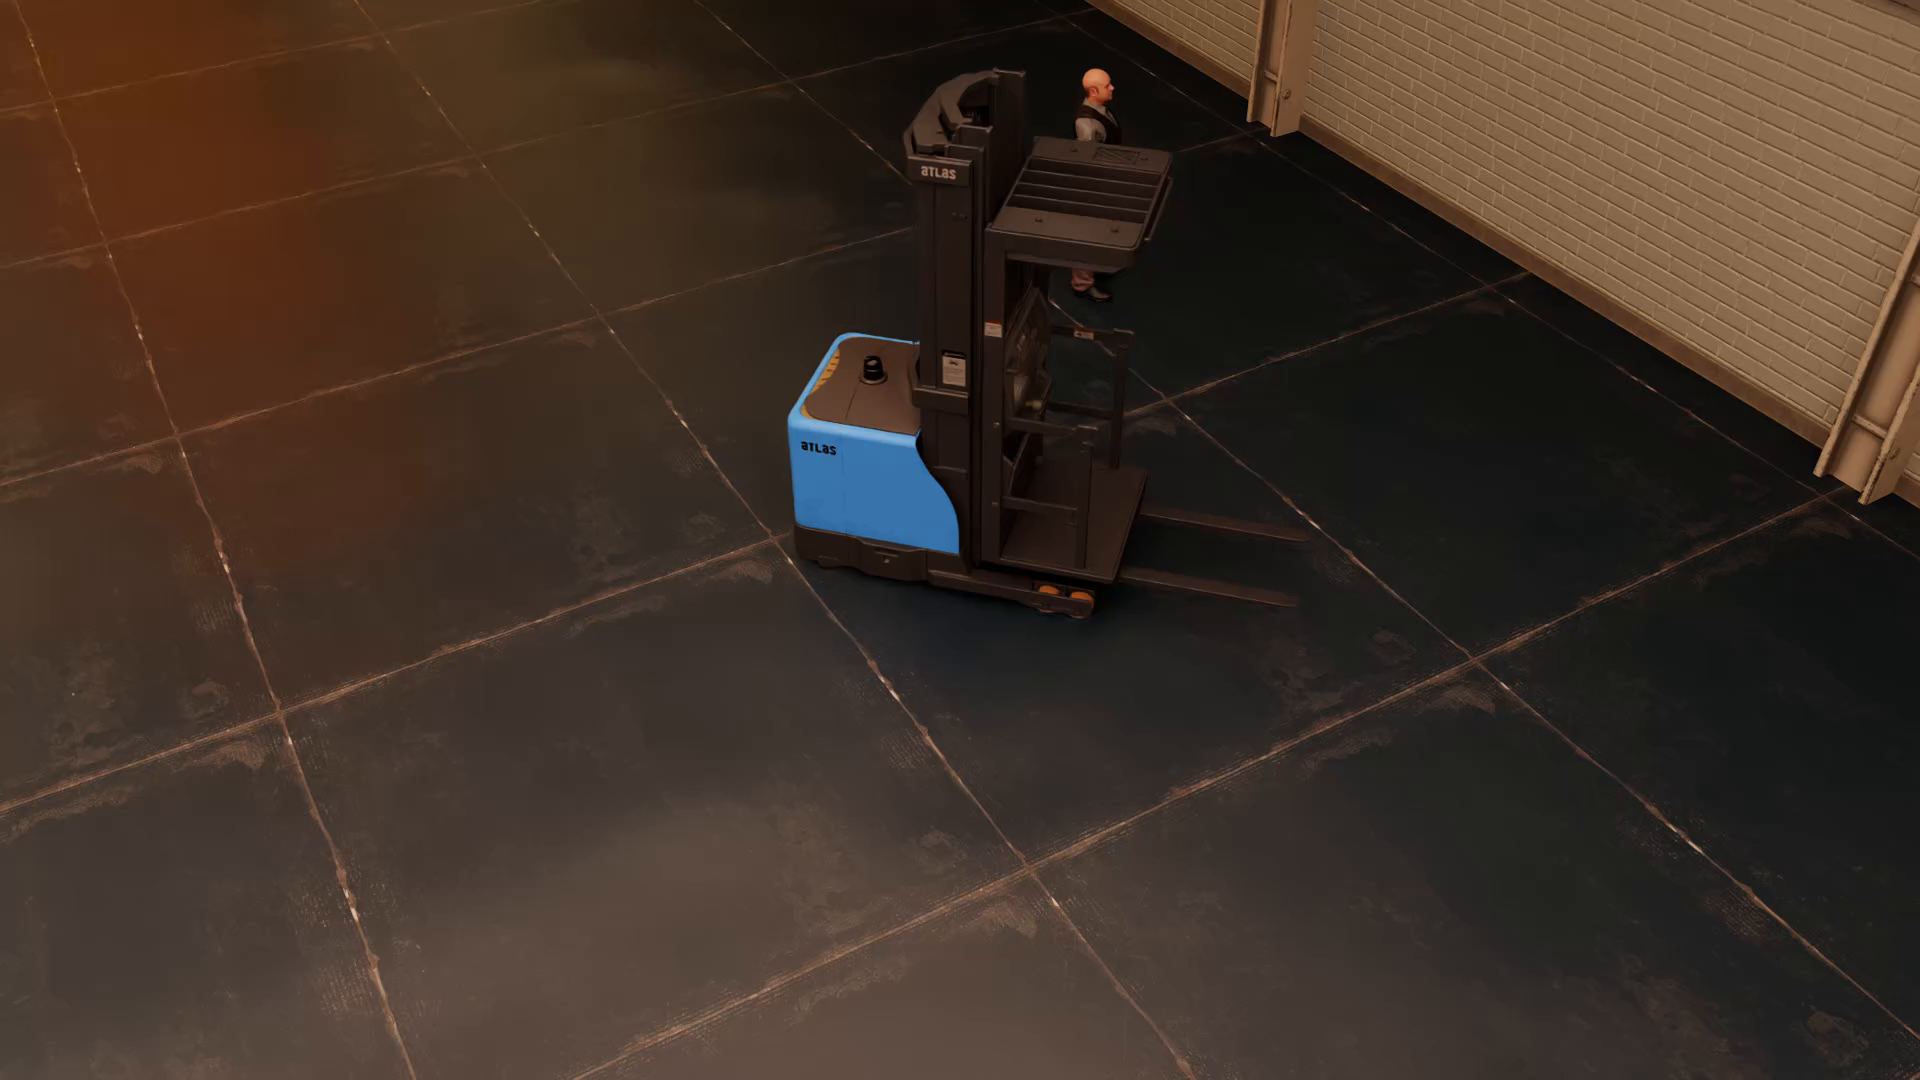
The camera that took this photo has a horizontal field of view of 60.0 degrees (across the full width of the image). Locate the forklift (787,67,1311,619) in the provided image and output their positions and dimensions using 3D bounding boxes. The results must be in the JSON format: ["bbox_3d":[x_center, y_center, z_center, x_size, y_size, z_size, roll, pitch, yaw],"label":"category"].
[{"bbox_3d":[0.565,-1.041,9.291,3.031,2.935,1.130,10,41,12],"label":"forklift"}]

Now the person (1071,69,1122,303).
[{"bbox_3d":[0.989,-2.611,12.133,0.371,1.725,0.525,5,40,6],"label":"person"}]
